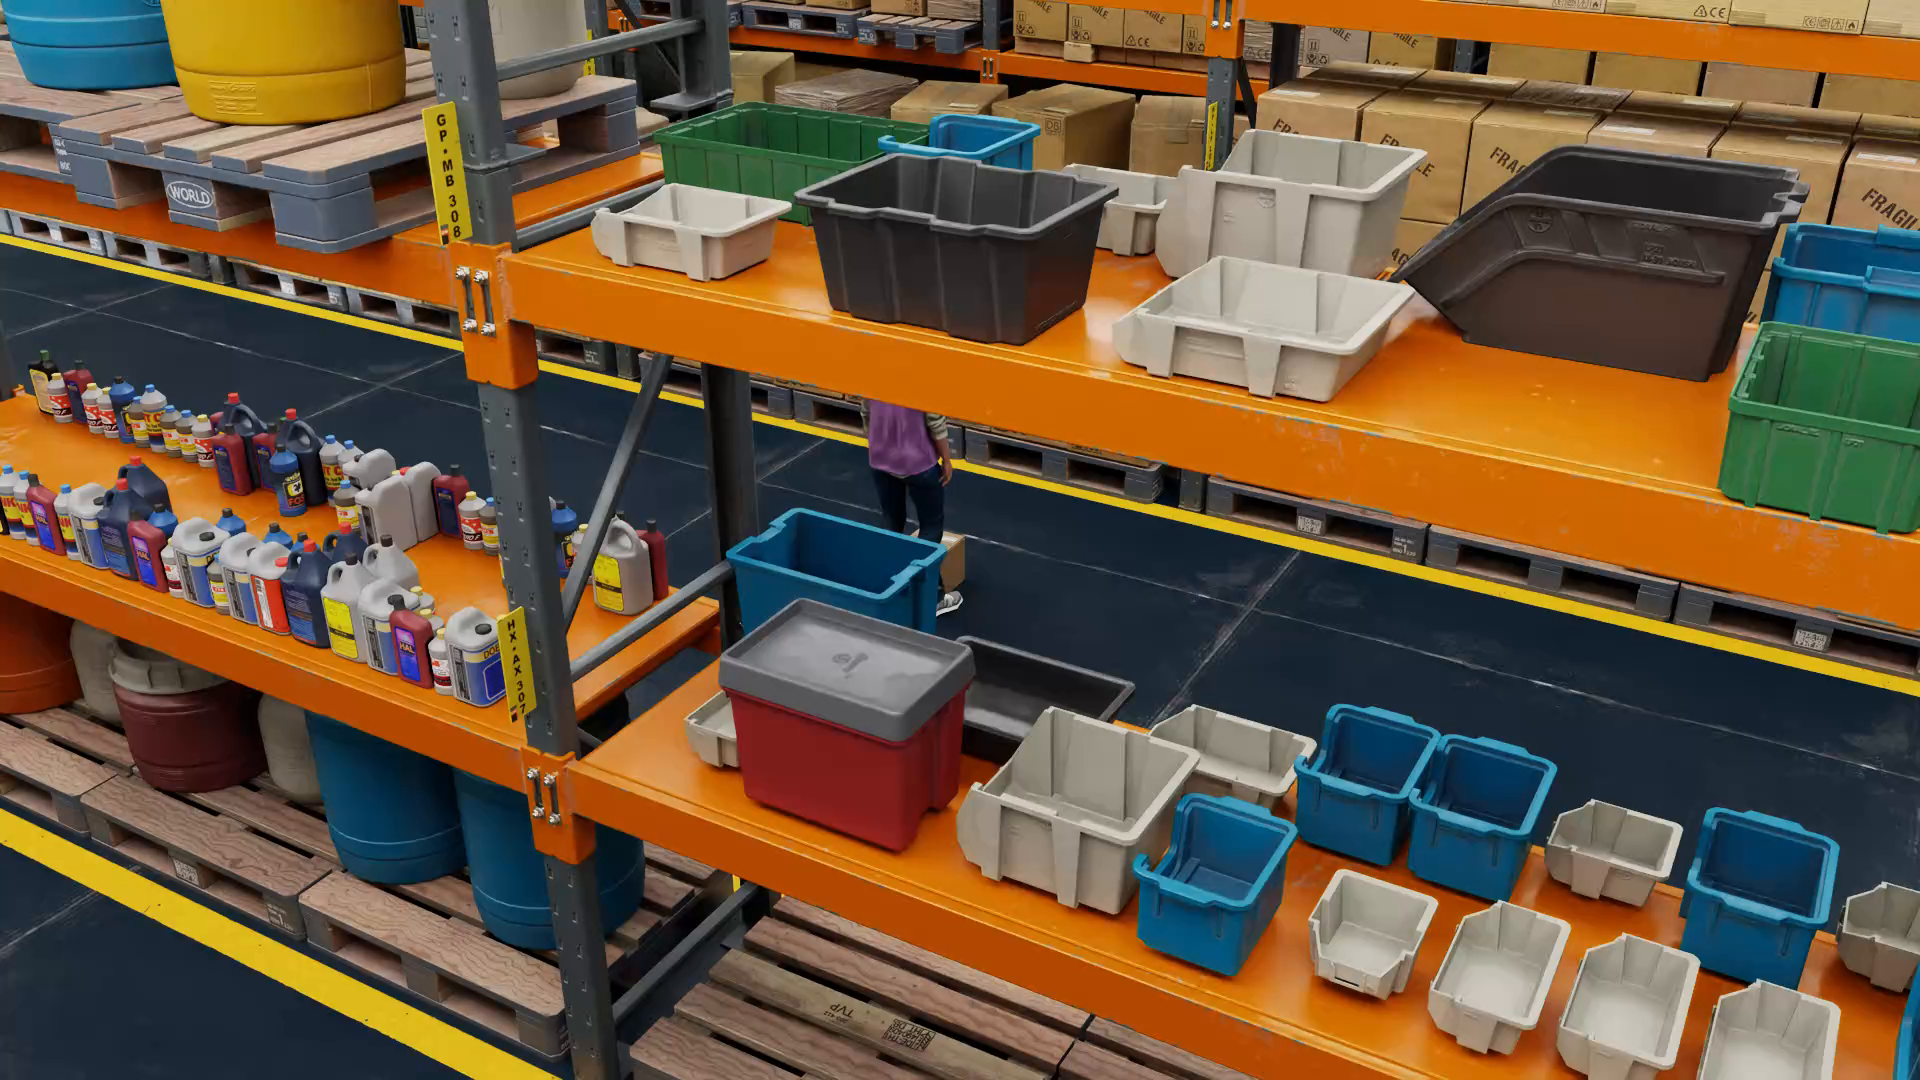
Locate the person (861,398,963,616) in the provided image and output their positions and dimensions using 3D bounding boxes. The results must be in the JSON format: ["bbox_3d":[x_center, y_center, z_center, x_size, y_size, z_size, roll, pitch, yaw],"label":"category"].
[{"bbox_3d":[-0.251,-0.385,7.887,0.459,1.593,0.348,14,30,26],"label":"person"}]
